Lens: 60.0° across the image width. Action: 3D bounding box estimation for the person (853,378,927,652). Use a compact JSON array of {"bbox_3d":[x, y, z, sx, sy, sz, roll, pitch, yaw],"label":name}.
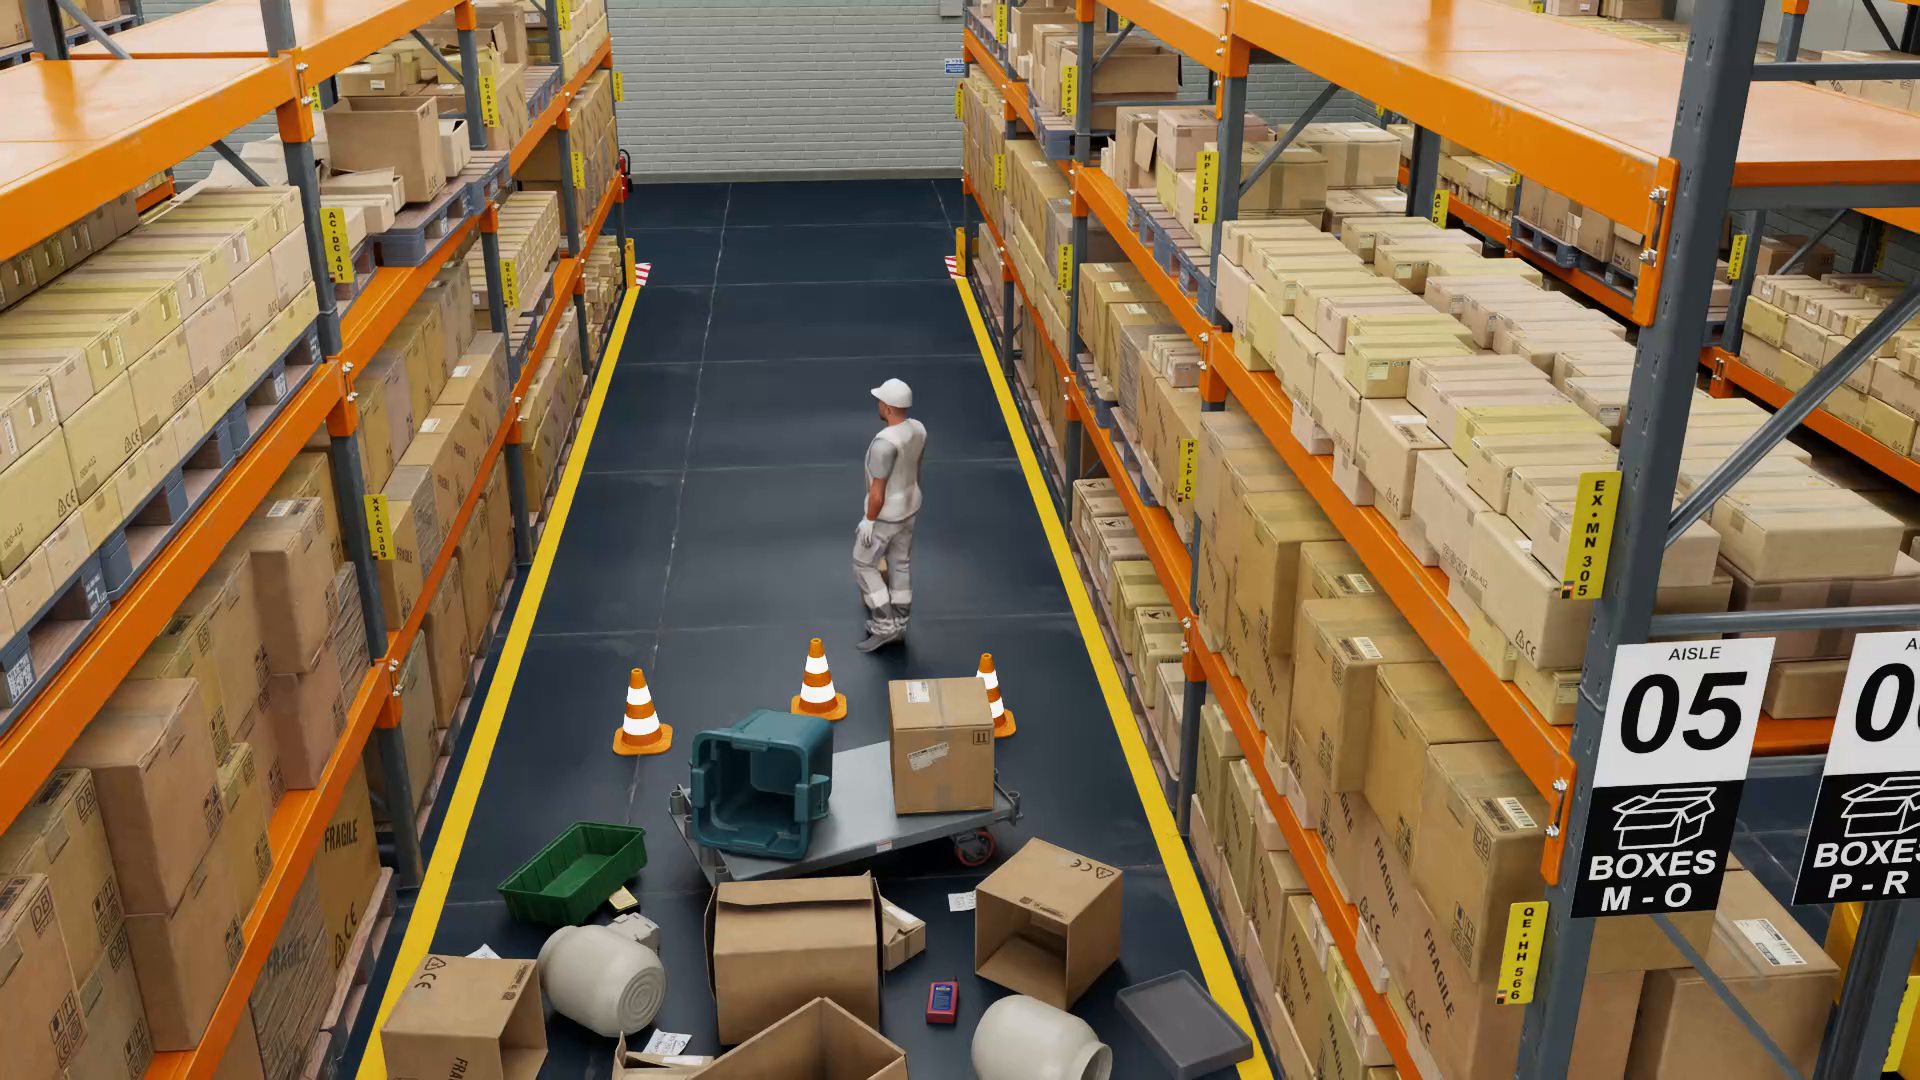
[{"bbox_3d":[-0.461,-0.166,10.690,0.399,1.816,0.567,14,27,29],"label":"person"}]
